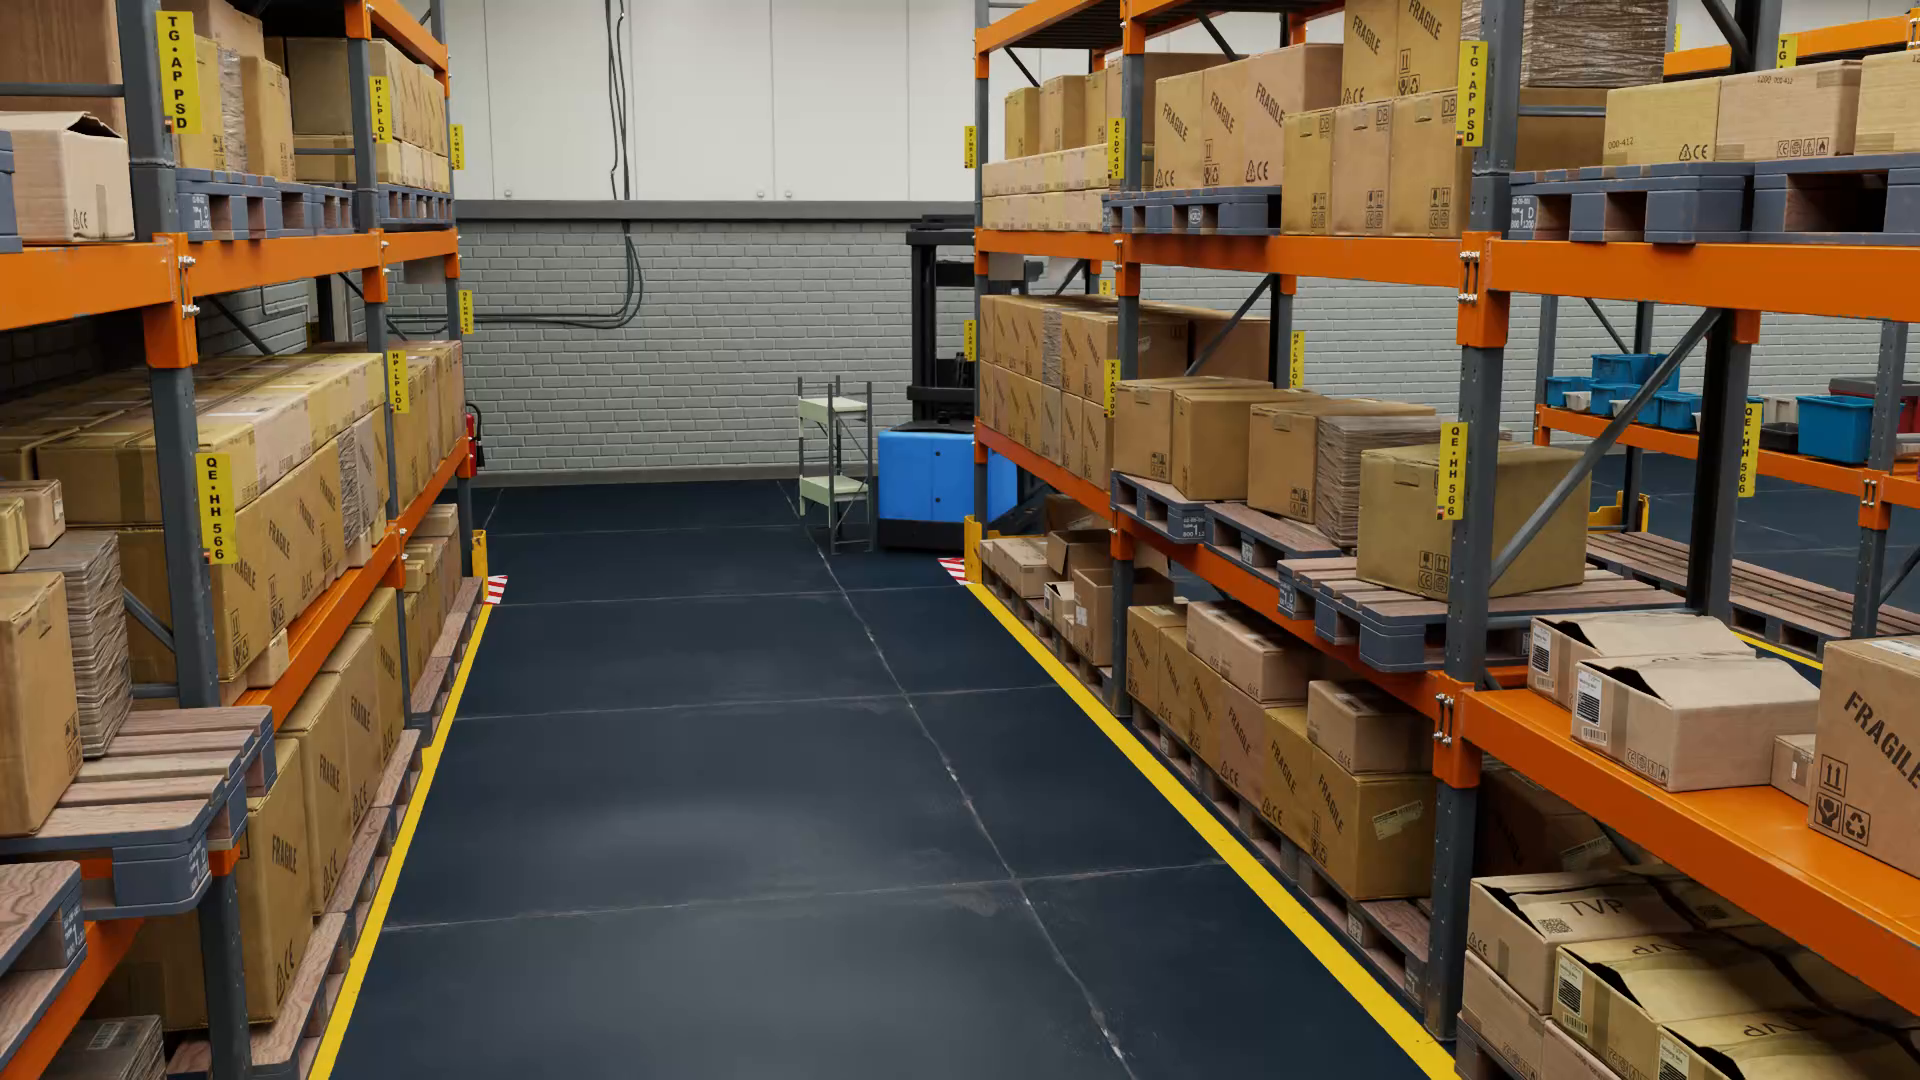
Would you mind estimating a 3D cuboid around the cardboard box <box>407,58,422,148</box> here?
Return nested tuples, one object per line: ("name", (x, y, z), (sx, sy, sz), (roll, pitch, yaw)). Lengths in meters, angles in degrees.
("cardboard box", (-3.534, -2.621, 9.982), (0.500, 0.500, 0.500), (-2, 11, -11))

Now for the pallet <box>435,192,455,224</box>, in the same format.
("pallet", (-4.087, -2.300, 11.527), (1.003, 0.211, 1.213), (-2, 11, -11))

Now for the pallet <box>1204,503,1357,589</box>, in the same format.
("pallet", (1.790, 0.018, 7.645), (1.003, 0.211, 1.213), (-2, 11, -11))

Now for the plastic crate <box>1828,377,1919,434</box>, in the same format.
("plastic crate", (6.327, -0.866, 11.448), (0.402, 0.464, 0.583), (-2, 11, -11))

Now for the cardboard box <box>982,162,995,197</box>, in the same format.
("cardboard box", (0.462, -2.728, 12.604), (0.500, 0.250, 0.500), (-2, 11, -11))

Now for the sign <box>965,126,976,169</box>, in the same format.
("sign", (0.085, -3.070, 12.996), (0.100, 0.325, 0.005), (-2, 11, -11))

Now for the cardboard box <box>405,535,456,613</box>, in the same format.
("cardboard box", (-3.910, 0.232, 11.569), (0.700, 0.500, 0.500), (-2, 11, -11))

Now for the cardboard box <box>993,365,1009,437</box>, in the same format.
("cardboard box", (0.550, -1.050, 12.479), (0.500, 0.500, 0.500), (-2, 11, -12))

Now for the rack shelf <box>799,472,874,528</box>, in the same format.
("rack shelf", (-1.113, -0.363, 14.890), (0.431, 0.370, 0.720), (-5, 12, -26))

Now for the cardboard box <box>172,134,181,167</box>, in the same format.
("cardboard box", (-2.991, -1.460, 5.429), (0.700, 0.500, 0.500), (-3, 11, -14))

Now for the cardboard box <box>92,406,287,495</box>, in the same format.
("cardboard box", (-2.626, -0.303, 5.699), (0.500, 0.250, 0.500), (-2, 11, -12))

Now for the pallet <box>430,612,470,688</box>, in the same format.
("pallet", (-3.775, 0.731, 10.844), (1.003, 0.211, 1.213), (-2, 11, -11))

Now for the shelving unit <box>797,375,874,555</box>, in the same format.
("shelving unit", (-1.113, -0.683, 14.829), (0.431, 1.500, 0.755), (-5, 12, -26))

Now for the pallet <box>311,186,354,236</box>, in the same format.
("pallet", (-3.237, -1.485, 7.521), (0.805, 0.209, 1.217), (-3, 11, -13))

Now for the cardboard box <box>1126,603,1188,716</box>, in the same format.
("cardboard box", (1.250, 0.656, 9.288), (0.500, 0.500, 0.500), (-3, 11, -14))

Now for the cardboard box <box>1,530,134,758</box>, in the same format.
("cardboard box", (-2.584, 0.282, 4.302), (0.700, 0.500, 0.500), (-3, 11, -18))

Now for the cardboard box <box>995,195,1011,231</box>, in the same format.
("cardboard box", (0.552, -2.391, 12.168), (0.500, 0.250, 0.500), (-2, 11, -11))

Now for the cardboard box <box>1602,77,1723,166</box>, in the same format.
("cardboard box", (2.317, -1.244, 5.021), (0.500, 0.250, 0.500), (-3, 11, -15))

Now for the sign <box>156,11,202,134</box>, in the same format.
("sign", (-2.153, -1.285, 4.576), (0.100, 0.325, 0.005), (-2, 11, -11))

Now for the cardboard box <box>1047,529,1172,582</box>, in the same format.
("cardboard box", (1.025, 0.213, 11.610), (0.797, 0.503, 0.637), (-2, 11, -11))

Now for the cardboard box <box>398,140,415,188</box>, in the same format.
("cardboard box", (-3.424, -2.158, 9.553), (0.500, 0.250, 0.500), (-2, 11, -12))

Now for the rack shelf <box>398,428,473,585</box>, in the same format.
("rack shelf", (-3.852, -0.286, 10.652), (1.077, 0.370, 4.000), (-2, 11, -11))

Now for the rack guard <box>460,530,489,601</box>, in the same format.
("rack guard", (-4.246, 0.218, 12.769), (1.175, 0.500, 0.348), (-2, 11, -11))

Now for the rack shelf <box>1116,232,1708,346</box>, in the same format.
("rack shelf", (1.784, -1.206, 7.468), (1.077, 0.370, 4.000), (-2, 11, -11))

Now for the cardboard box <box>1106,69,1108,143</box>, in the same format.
("cardboard box", (1.305, -2.652, 10.195), (0.700, 0.500, 0.500), (-2, 11, -11))

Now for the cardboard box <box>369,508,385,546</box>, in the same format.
("cardboard box", (-3.048, -0.062, 8.169), (0.380, 0.149, 0.250), (-2, 11, -10))

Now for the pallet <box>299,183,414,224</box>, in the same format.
("pallet", (-3.612, -1.853, 9.176), (1.003, 0.211, 1.213), (-2, 11, -11))

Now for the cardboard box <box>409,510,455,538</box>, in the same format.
("cardboard box", (-3.753, -0.114, 11.656), (0.380, 0.149, 0.250), (-2, 11, -9))

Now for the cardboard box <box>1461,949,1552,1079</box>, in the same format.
("cardboard box", (1.987, 1.532, 5.411), (0.500, 0.250, 0.500), (-2, 11, -11))

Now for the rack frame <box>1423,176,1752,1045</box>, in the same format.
("rack frame", (2.173, 0.281, 5.754), (1.000, 3.000, 0.127), (-2, 11, -11))

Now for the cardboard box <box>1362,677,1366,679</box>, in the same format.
("cardboard box", (2.058, 0.915, 7.929), (0.500, 0.500, 0.500), (-3, 11, -13))

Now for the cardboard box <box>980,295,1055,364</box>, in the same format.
("cardboard box", (0.445, -1.636, 12.882), (0.500, 0.500, 0.500), (-2, 11, -9))

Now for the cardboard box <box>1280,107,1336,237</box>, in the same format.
("cardboard box", (1.855, -1.510, 6.870), (0.910, 0.500, 0.500), (-2, 11, -11))

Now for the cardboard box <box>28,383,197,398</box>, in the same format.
("cardboard box", (-3.321, -0.469, 6.567), (0.500, 0.250, 0.500), (-2, 11, -12))

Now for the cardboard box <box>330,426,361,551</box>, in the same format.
("cardboard box", (-2.928, -0.216, 7.247), (0.500, 0.500, 0.500), (-2, 11, -11))

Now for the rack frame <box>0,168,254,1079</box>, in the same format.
("rack frame", (-2.685, 0.461, 4.804), (1.000, 3.000, 0.127), (-2, 11, -11))

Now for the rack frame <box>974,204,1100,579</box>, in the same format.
("rack frame", (0.617, -1.187, 13.462), (1.000, 3.000, 0.127), (-2, 11, -11))

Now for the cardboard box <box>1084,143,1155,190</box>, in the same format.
("cardboard box", (1.034, -2.178, 9.712), (0.500, 0.250, 0.500), (-2, 11, -11))

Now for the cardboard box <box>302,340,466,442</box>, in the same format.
("cardboard box", (-4.132, -1.060, 11.995), (0.980, 0.700, 0.700), (-2, 11, -8))

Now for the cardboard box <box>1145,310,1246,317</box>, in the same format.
("cardboard box", (1.479, -1.185, 10.510), (0.500, 0.500, 0.500), (-2, 11, -13))

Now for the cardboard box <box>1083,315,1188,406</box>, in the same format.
("cardboard box", (1.043, -1.077, 9.943), (0.500, 0.500, 0.500), (-2, 11, -11))

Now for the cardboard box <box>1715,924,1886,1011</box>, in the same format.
("cardboard box", (2.624, 1.332, 4.962), (0.500, 0.311, 0.500), (-2, 11, -12))

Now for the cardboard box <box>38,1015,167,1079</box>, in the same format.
("cardboard box", (-2.494, 1.603, 4.312), (0.700, 0.500, 0.500), (-2, 11, -10))

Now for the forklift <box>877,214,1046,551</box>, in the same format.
("forklift", (0.154, -1.568, 15.650), (1.130, 2.935, 3.031), (3, 11, 15))

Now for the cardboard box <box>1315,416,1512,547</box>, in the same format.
("cardboard box", (1.949, -0.261, 7.208), (0.700, 0.500, 0.500), (0, 11, 0))

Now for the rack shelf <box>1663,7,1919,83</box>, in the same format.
("rack shelf", (5.866, -3.397, 12.022), (1.077, 0.370, 4.000), (-2, 11, -11))

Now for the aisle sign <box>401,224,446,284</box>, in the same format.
("aisle sign", (-3.961, -2.307, 12.396), (0.394, 0.787, 0.004), (-2, 11, -11))

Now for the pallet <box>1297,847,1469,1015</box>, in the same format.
("pallet", (2.065, 1.512, 6.741), (1.003, 0.211, 1.213), (-2, 11, -11))

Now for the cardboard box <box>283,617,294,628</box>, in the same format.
("cardboard box", (-2.800, 0.271, 6.421), (0.380, 0.149, 0.250), (-2, 11, -10))

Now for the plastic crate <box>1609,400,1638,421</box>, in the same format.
("plastic crate", (5.315, -1.023, 13.145), (0.250, 0.136, 0.298), (-2, 11, -11))

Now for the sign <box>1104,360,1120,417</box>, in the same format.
("sign", (0.864, -0.857, 9.416), (0.100, 0.325, 0.005), (-2, 11, -11))
